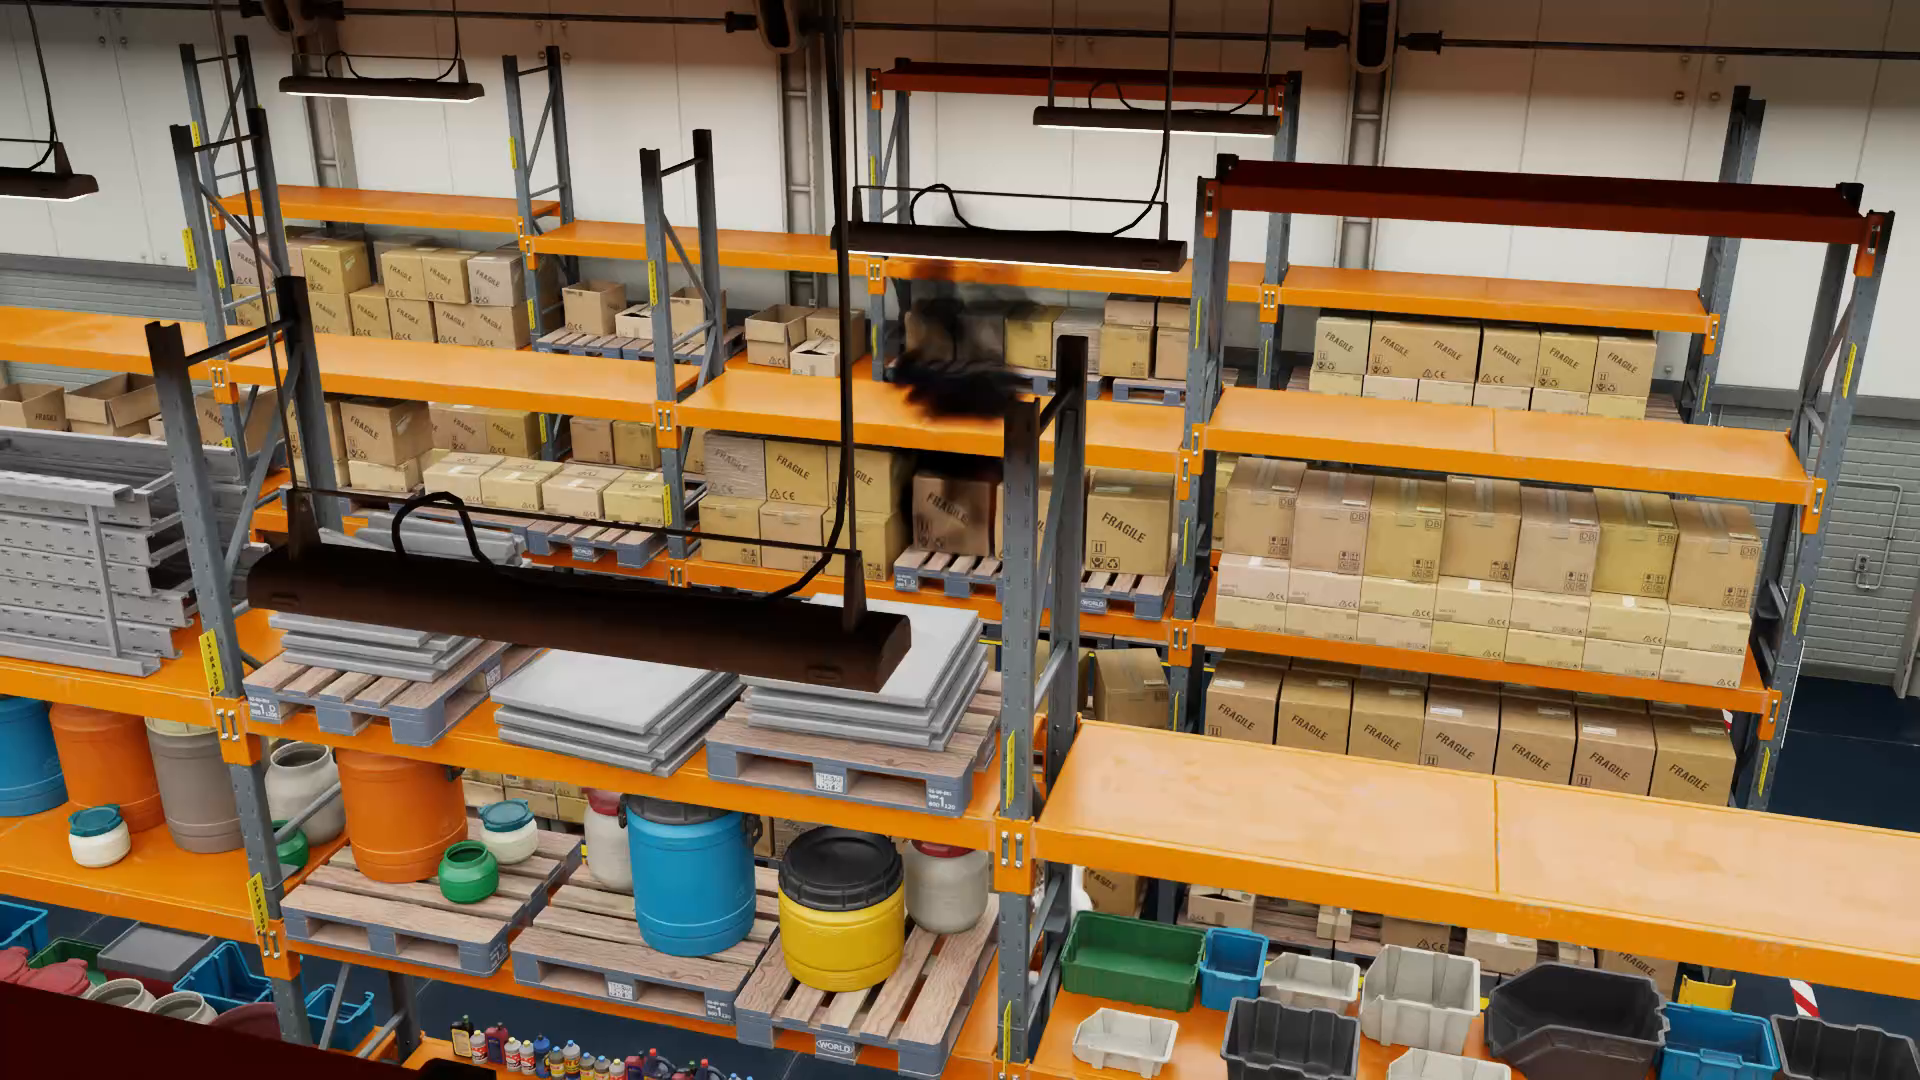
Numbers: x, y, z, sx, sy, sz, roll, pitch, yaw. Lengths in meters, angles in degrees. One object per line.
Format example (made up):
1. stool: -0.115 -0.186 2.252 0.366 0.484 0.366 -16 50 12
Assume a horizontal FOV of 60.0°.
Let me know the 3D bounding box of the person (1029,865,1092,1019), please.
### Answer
1. person: 0.618 2.718 11.211 0.631 1.759 0.695 4 23 9
